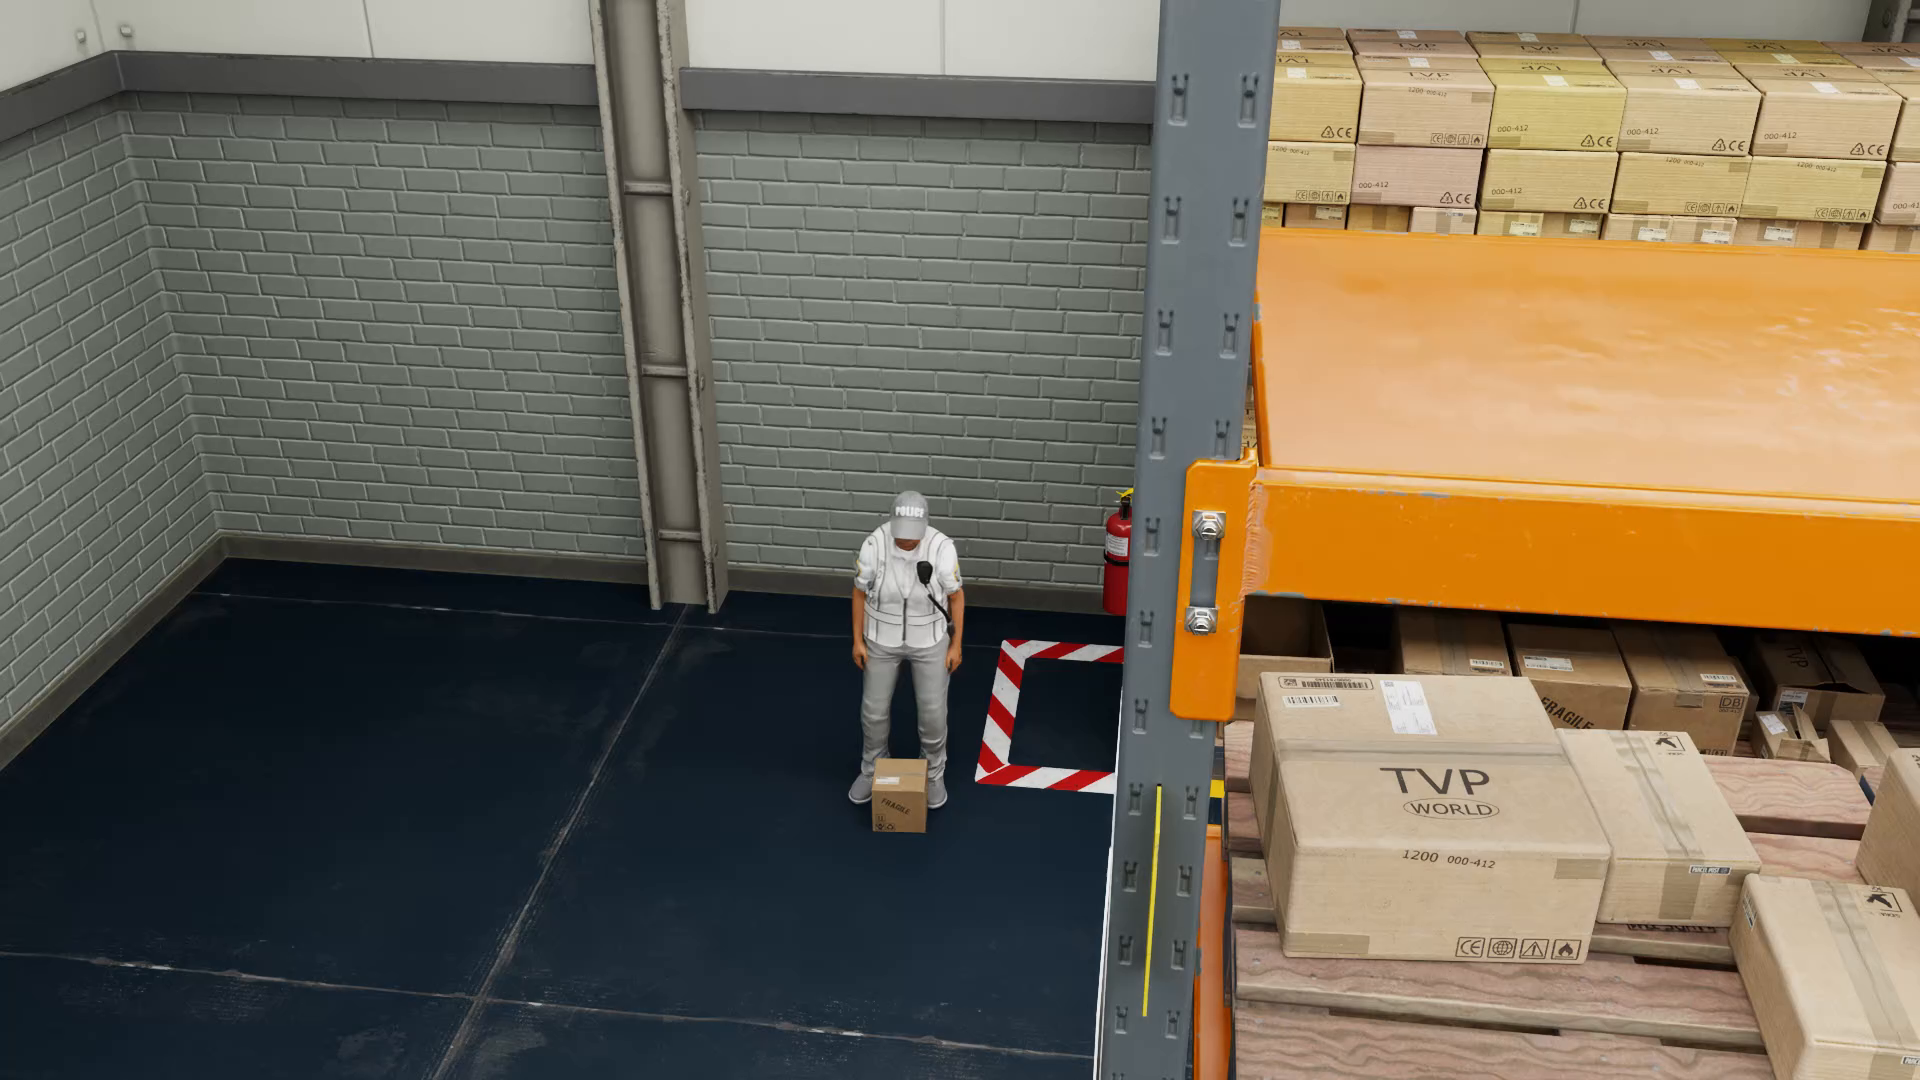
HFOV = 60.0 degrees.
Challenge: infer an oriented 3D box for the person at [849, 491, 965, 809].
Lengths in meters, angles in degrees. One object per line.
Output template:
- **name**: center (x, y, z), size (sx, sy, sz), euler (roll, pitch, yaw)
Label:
- **person**: center (-0.261, 0.495, 7.811), size (0.558, 1.665, 0.468), euler (2, 29, 3)
